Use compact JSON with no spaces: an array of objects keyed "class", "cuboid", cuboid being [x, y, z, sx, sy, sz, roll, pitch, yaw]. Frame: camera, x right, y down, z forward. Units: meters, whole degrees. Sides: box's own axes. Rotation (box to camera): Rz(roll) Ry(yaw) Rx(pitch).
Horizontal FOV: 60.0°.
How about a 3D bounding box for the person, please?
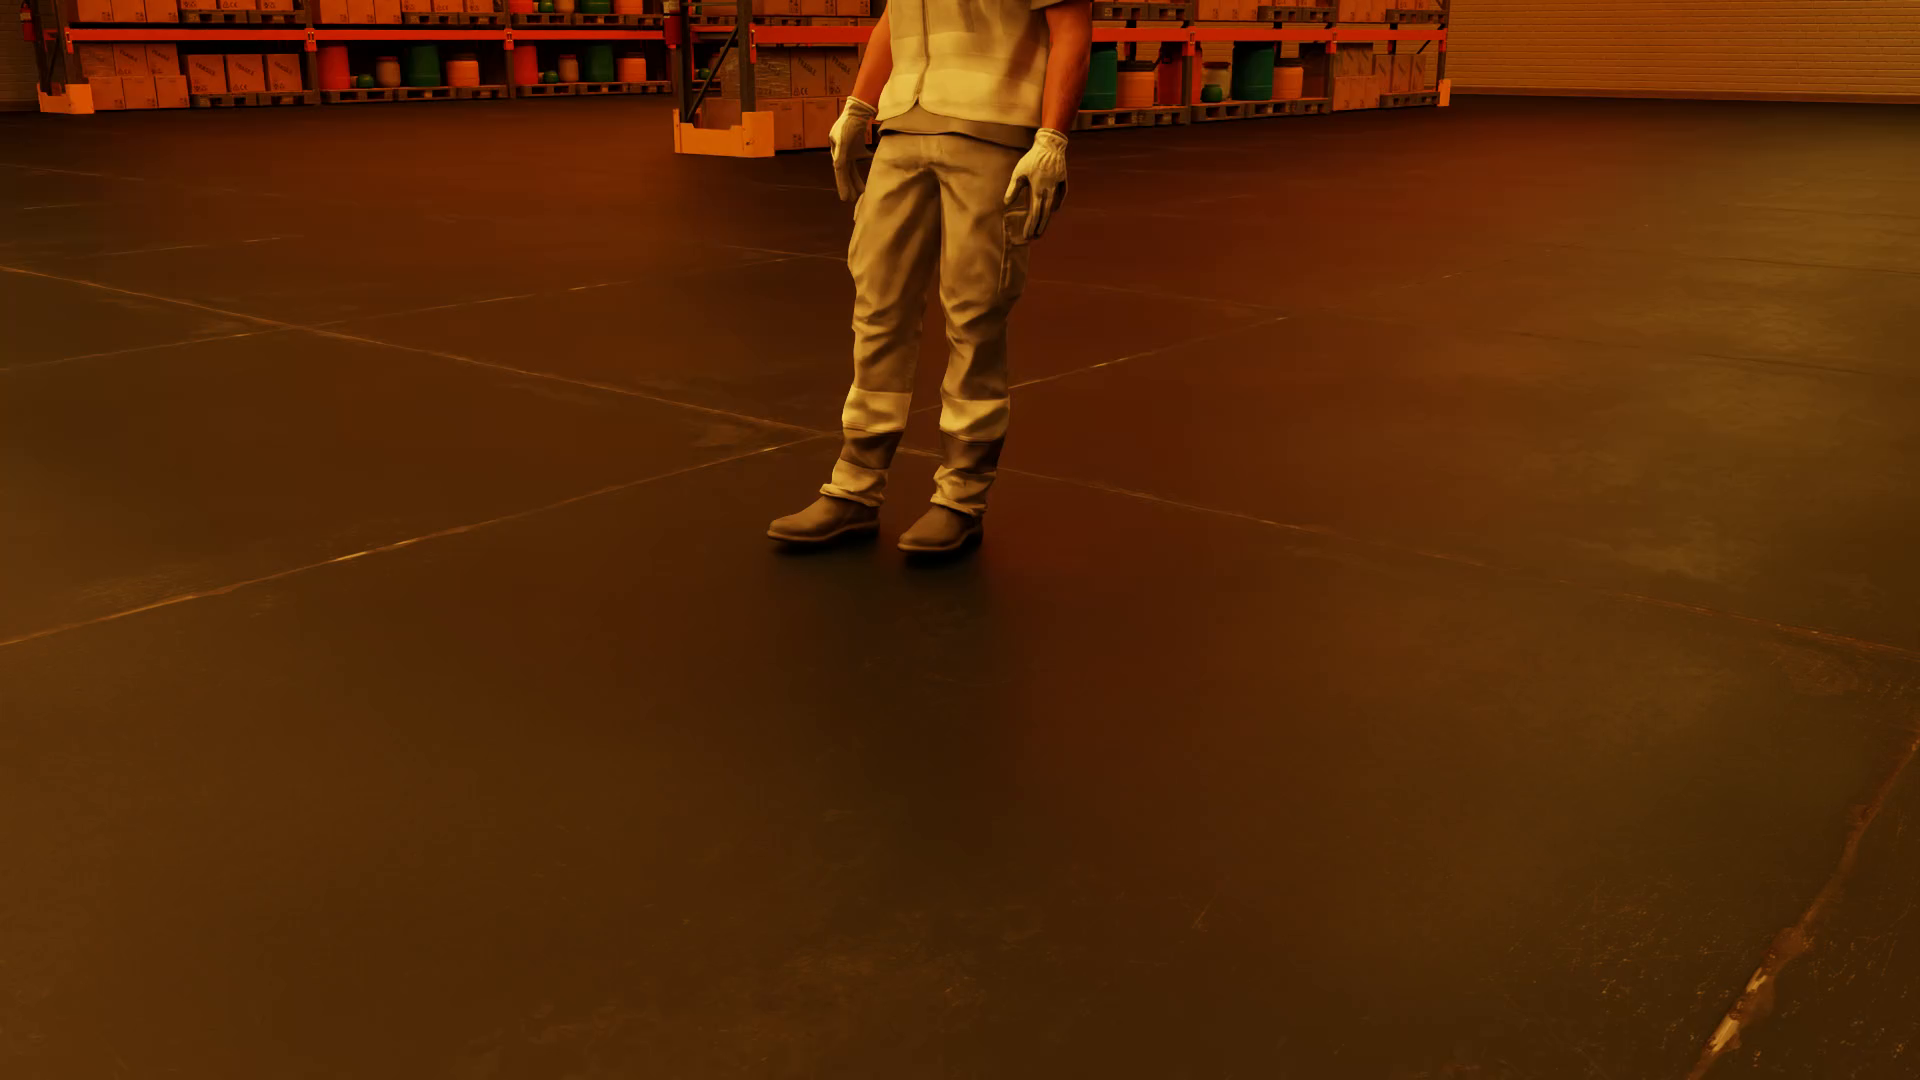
[{"class":"person","cuboid":[-0.061,-0.848,3.628,0.637,1.788,0.563,13,21,37]}]
